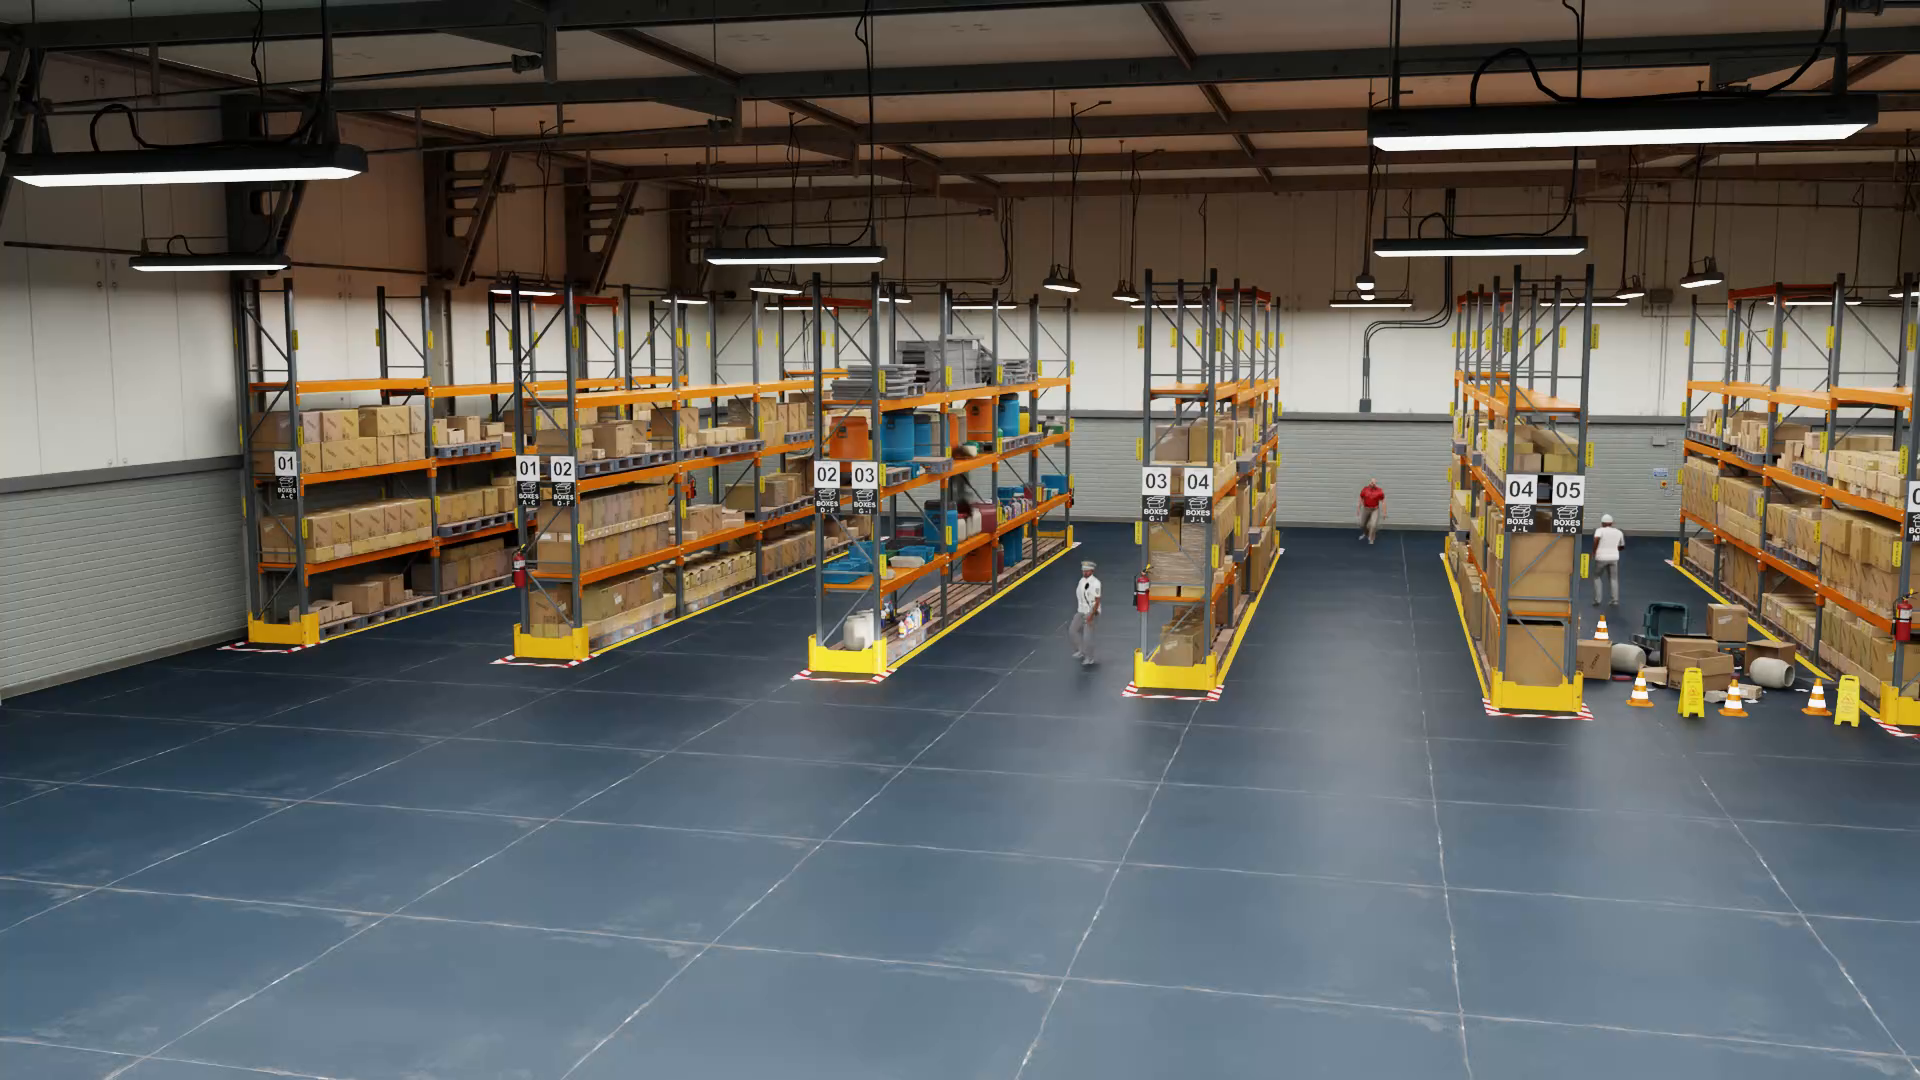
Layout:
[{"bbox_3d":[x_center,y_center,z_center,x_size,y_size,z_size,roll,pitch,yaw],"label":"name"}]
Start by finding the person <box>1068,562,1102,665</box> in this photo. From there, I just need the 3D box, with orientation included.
[{"bbox_3d":[1.952,1.137,25.733,0.450,1.674,0.701,-5,8,-35],"label":"person"}]

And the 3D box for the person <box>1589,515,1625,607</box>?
[{"bbox_3d":[12.139,0.408,31.205,0.714,1.731,0.984,1,7,6],"label":"person"}]

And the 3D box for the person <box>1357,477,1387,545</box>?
[{"bbox_3d":[10.148,-0.723,40.900,0.723,1.667,0.665,3,7,20],"label":"person"}]
